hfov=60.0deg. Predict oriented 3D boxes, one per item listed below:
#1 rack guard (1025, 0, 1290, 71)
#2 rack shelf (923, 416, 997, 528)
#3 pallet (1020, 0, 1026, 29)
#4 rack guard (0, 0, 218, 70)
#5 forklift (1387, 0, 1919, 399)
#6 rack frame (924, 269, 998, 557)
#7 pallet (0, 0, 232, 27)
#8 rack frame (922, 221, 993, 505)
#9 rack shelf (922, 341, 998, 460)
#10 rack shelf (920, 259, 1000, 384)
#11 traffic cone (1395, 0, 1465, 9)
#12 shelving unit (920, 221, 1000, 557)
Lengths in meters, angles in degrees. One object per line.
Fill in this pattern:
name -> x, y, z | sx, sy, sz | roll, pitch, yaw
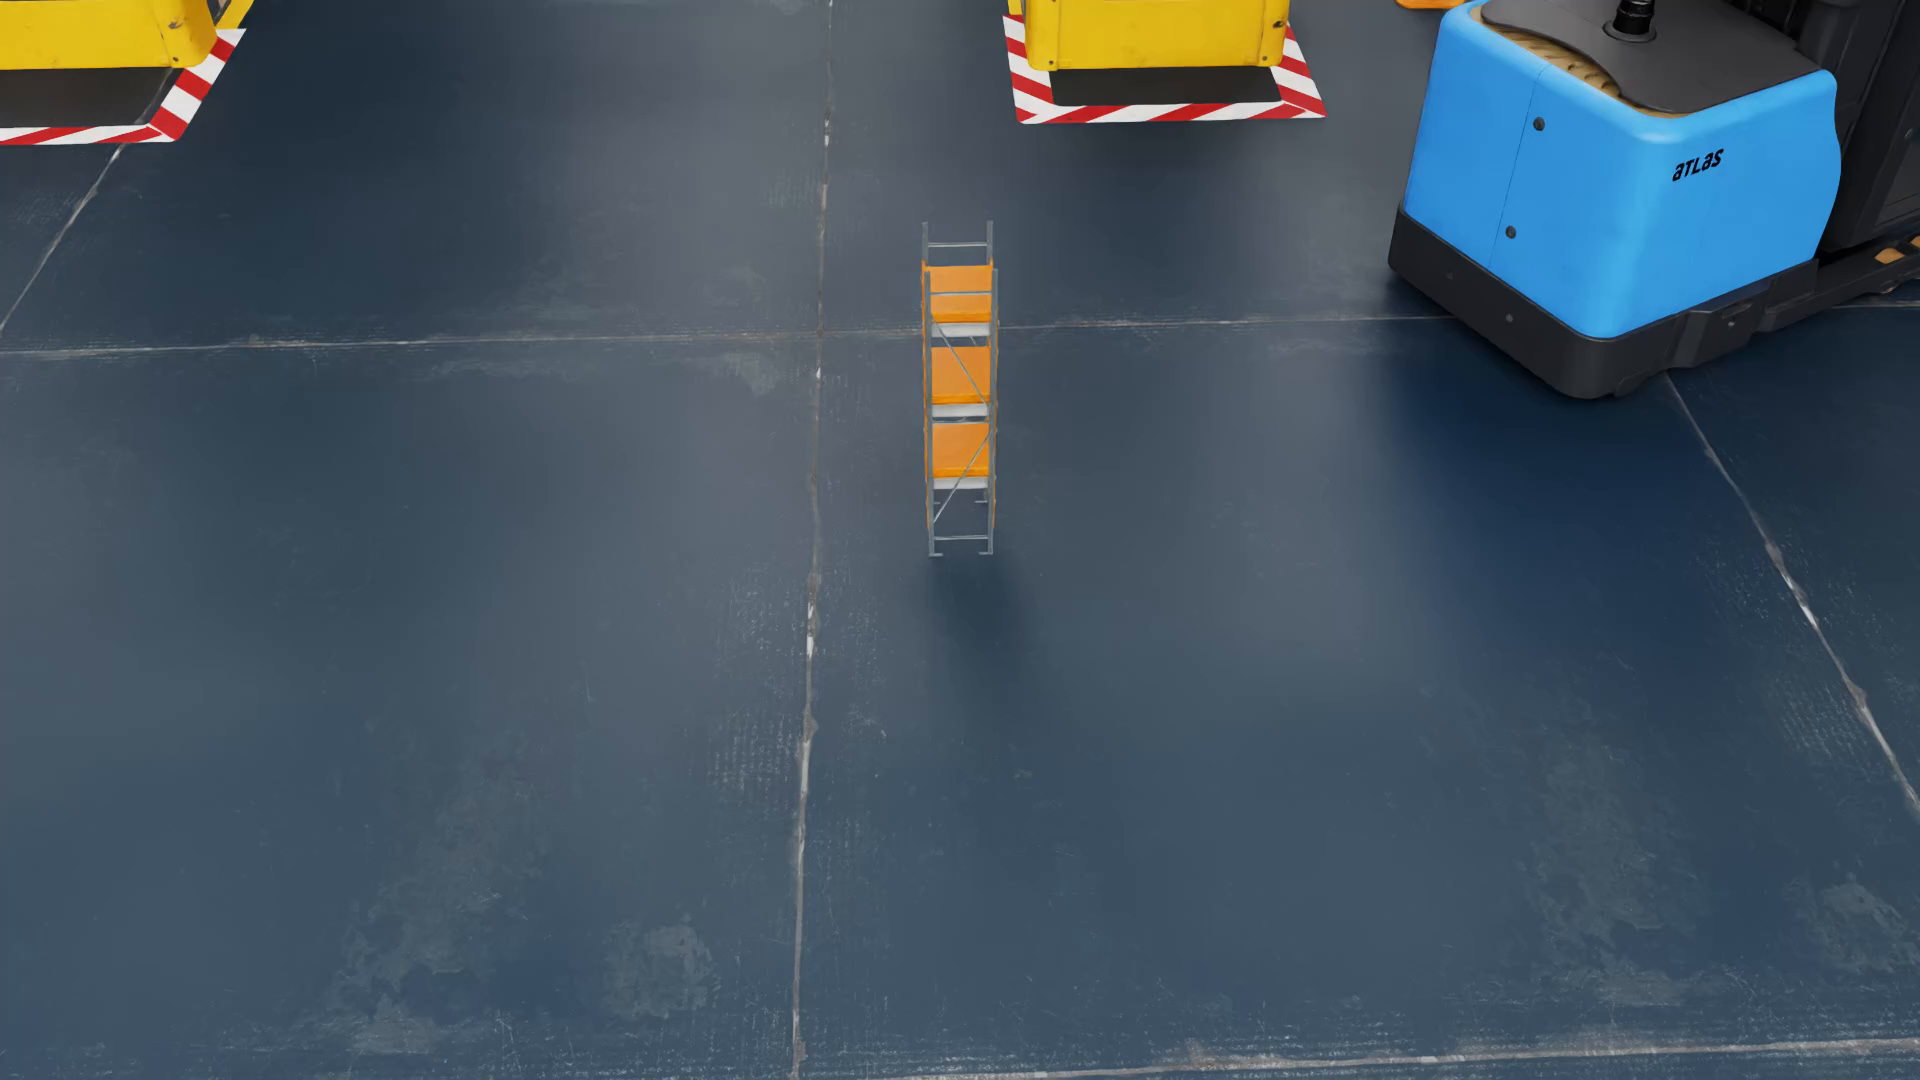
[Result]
rack guard -> 0.894, -2.455, 7.558 | 1.175, 0.500, 0.348 | -2, 43, -2
rack shelf -> -0.002, -0.210, 5.130 | 0.215, 0.259, 0.240 | -2, 43, -2
pallet -> 0.781, -2.902, 8.260 | 1.003, 0.211, 1.213 | -2, 43, -2
rack guard -> -4.070, -2.448, 7.551 | 1.175, 0.500, 0.348 | -2, 43, -2
forklift -> 3.152, -2.297, 5.587 | 3.031, 2.935, 1.130 | -21, 47, -21
rack frame -> 0.003, -0.341, 4.845 | 0.200, 1.050, 0.008 | -2, 43, -2
pallet -> -4.069, -2.891, 8.248 | 1.003, 0.211, 1.213 | -2, 43, -2
rack frame -> -0.007, -0.506, 5.025 | 0.200, 1.050, 0.008 | -2, 43, -2
rack shelf -> -0.002, -0.415, 4.942 | 0.215, 0.259, 0.240 | -2, 43, -2
rack shelf -> -0.002, -0.625, 4.750 | 0.215, 0.259, 0.240 | -2, 43, -2
traffic cone -> 2.289, -2.857, 8.024 | 0.336, 0.463, 0.334 | -2, 43, -2
shelving unit -> -0.002, -0.423, 4.935 | 0.215, 1.050, 0.252 | -2, 43, -2
